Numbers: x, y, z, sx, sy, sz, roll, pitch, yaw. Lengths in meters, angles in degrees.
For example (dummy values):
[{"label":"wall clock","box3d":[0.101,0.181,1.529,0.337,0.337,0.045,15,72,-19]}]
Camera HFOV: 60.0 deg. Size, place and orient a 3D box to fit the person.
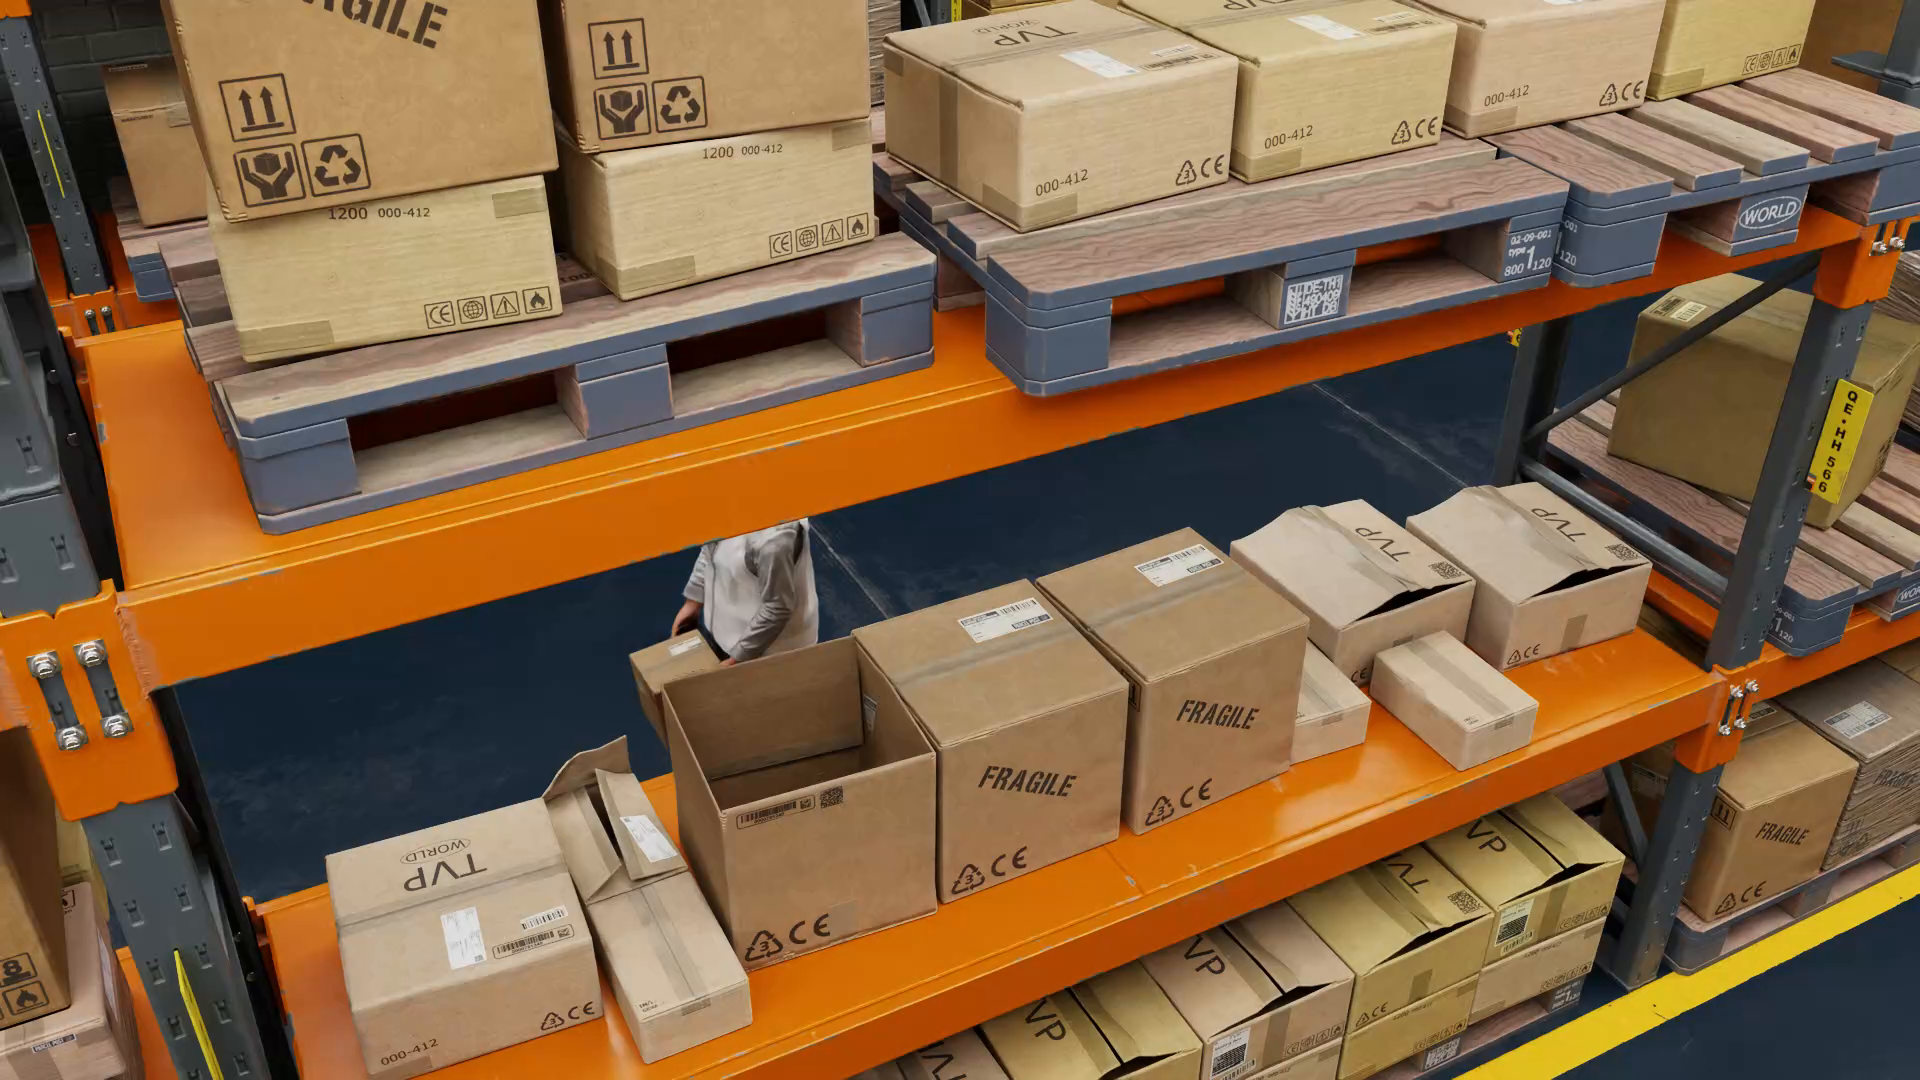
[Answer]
[{"label":"person","box3d":[-0.713,0.317,5.616,0.456,1.779,0.548,-17,36,-24]}]
